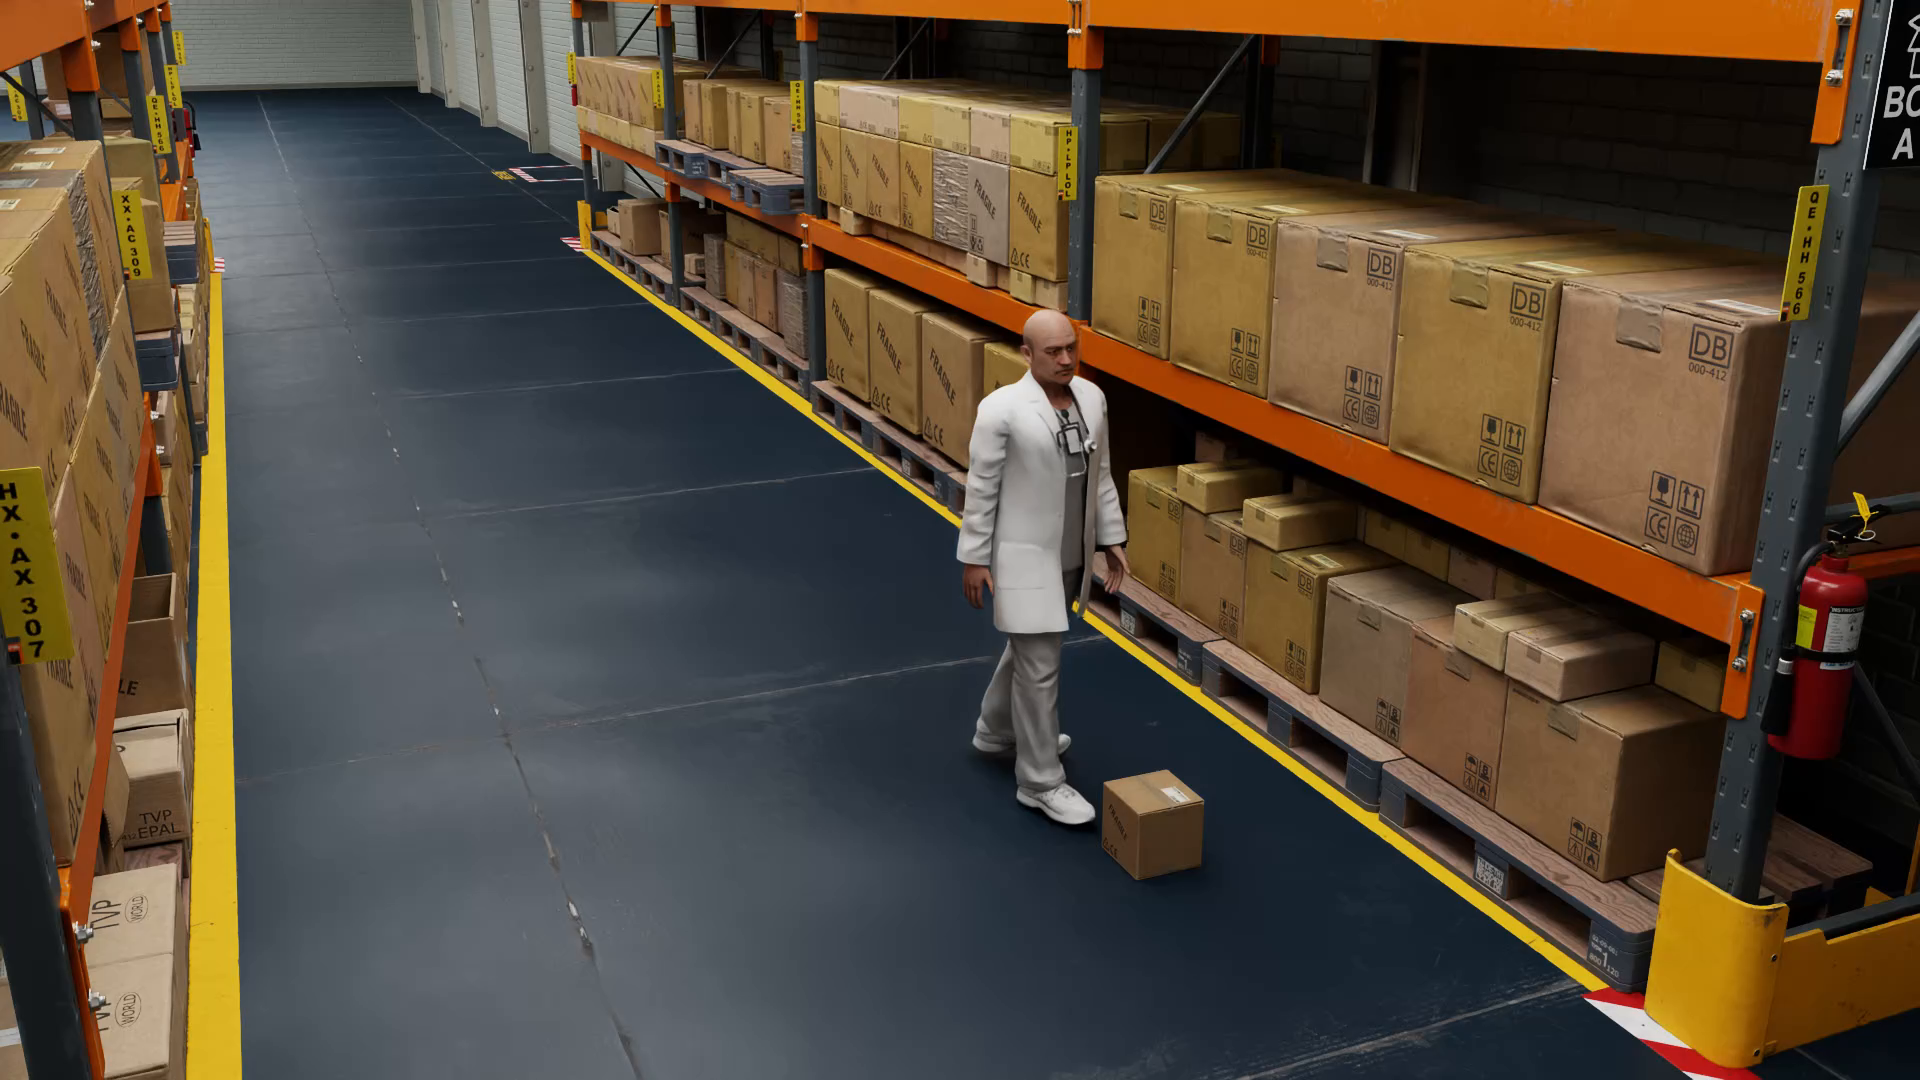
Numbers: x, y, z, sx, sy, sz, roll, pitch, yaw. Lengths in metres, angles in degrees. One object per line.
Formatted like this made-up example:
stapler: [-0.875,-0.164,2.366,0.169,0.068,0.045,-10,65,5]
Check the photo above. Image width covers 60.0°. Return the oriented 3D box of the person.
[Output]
person: [0.317,0.061,5.876,0.585,1.774,0.738,-17,25,-41]
